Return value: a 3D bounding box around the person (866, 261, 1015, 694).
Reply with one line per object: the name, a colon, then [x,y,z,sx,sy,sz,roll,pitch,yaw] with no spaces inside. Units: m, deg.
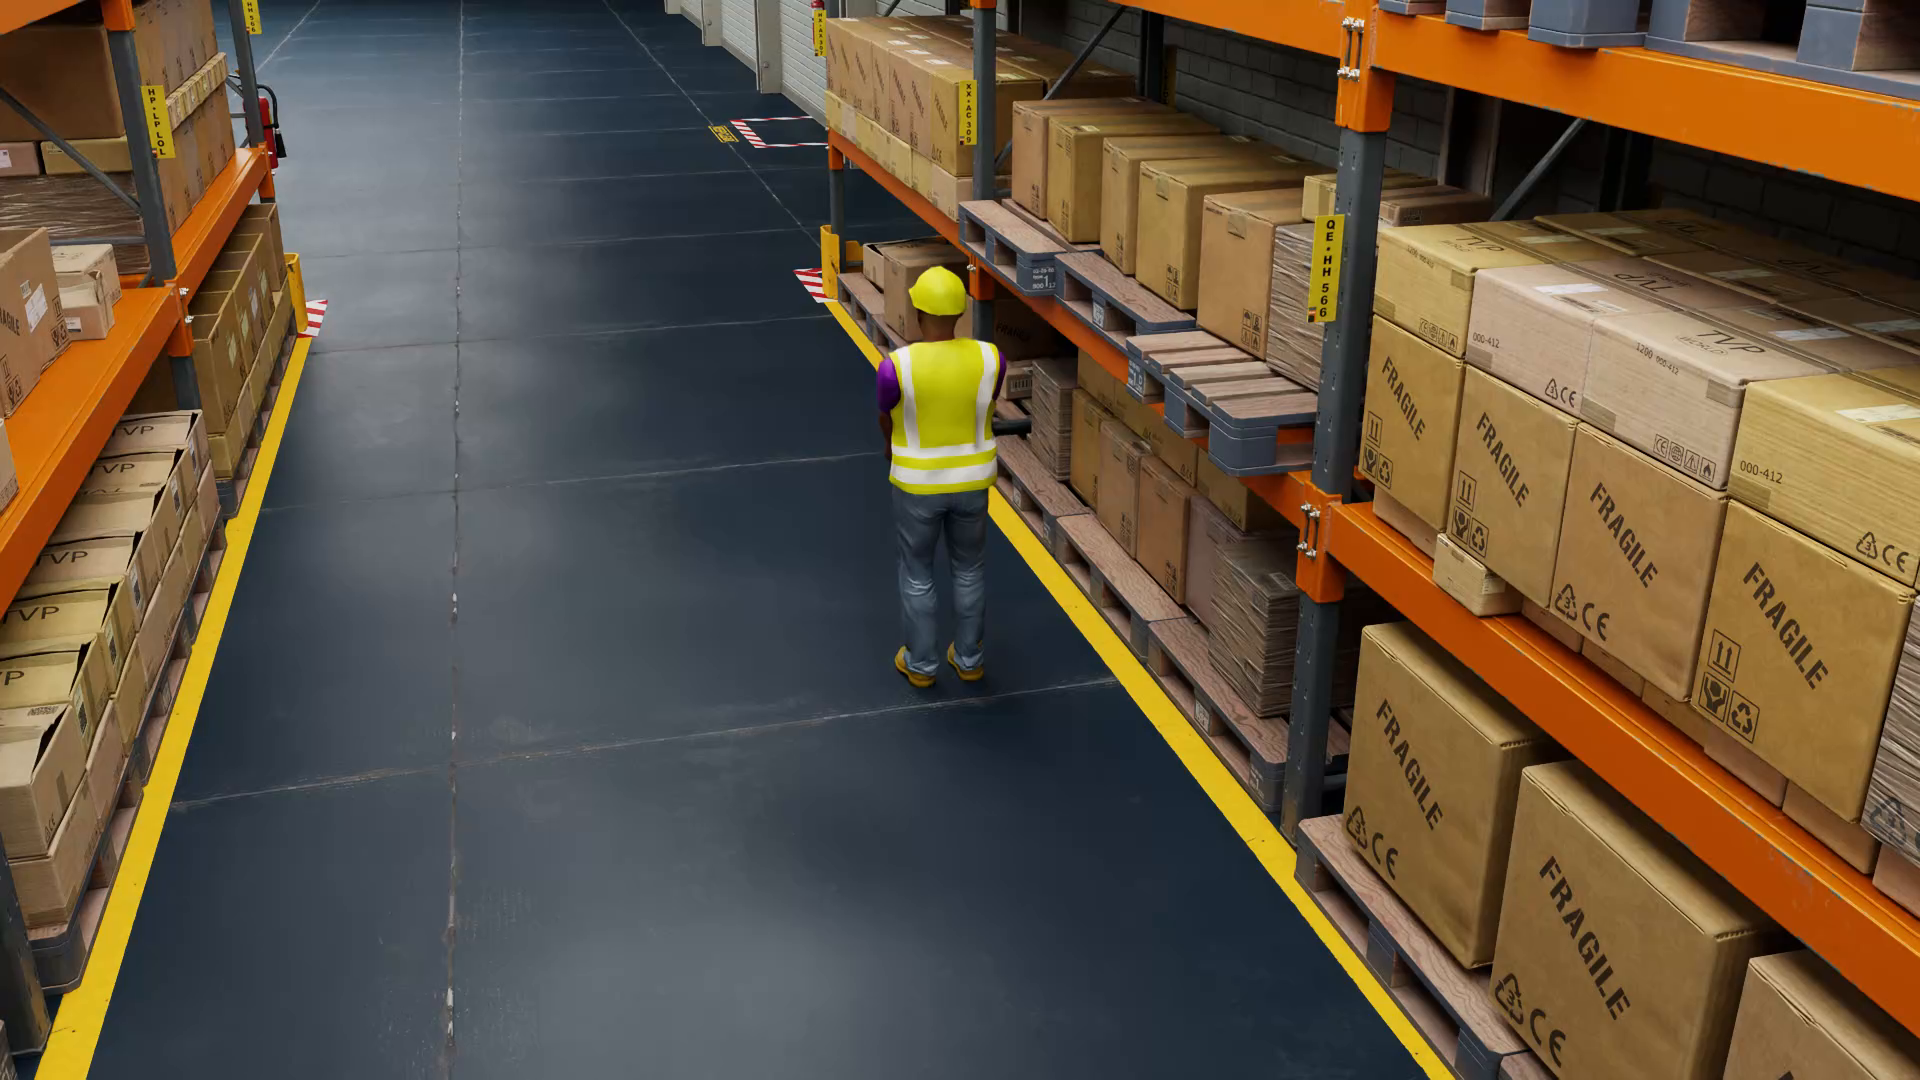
person: [-0.083,-0.233,6.624,0.607,1.762,0.449,-7,24,-16]
